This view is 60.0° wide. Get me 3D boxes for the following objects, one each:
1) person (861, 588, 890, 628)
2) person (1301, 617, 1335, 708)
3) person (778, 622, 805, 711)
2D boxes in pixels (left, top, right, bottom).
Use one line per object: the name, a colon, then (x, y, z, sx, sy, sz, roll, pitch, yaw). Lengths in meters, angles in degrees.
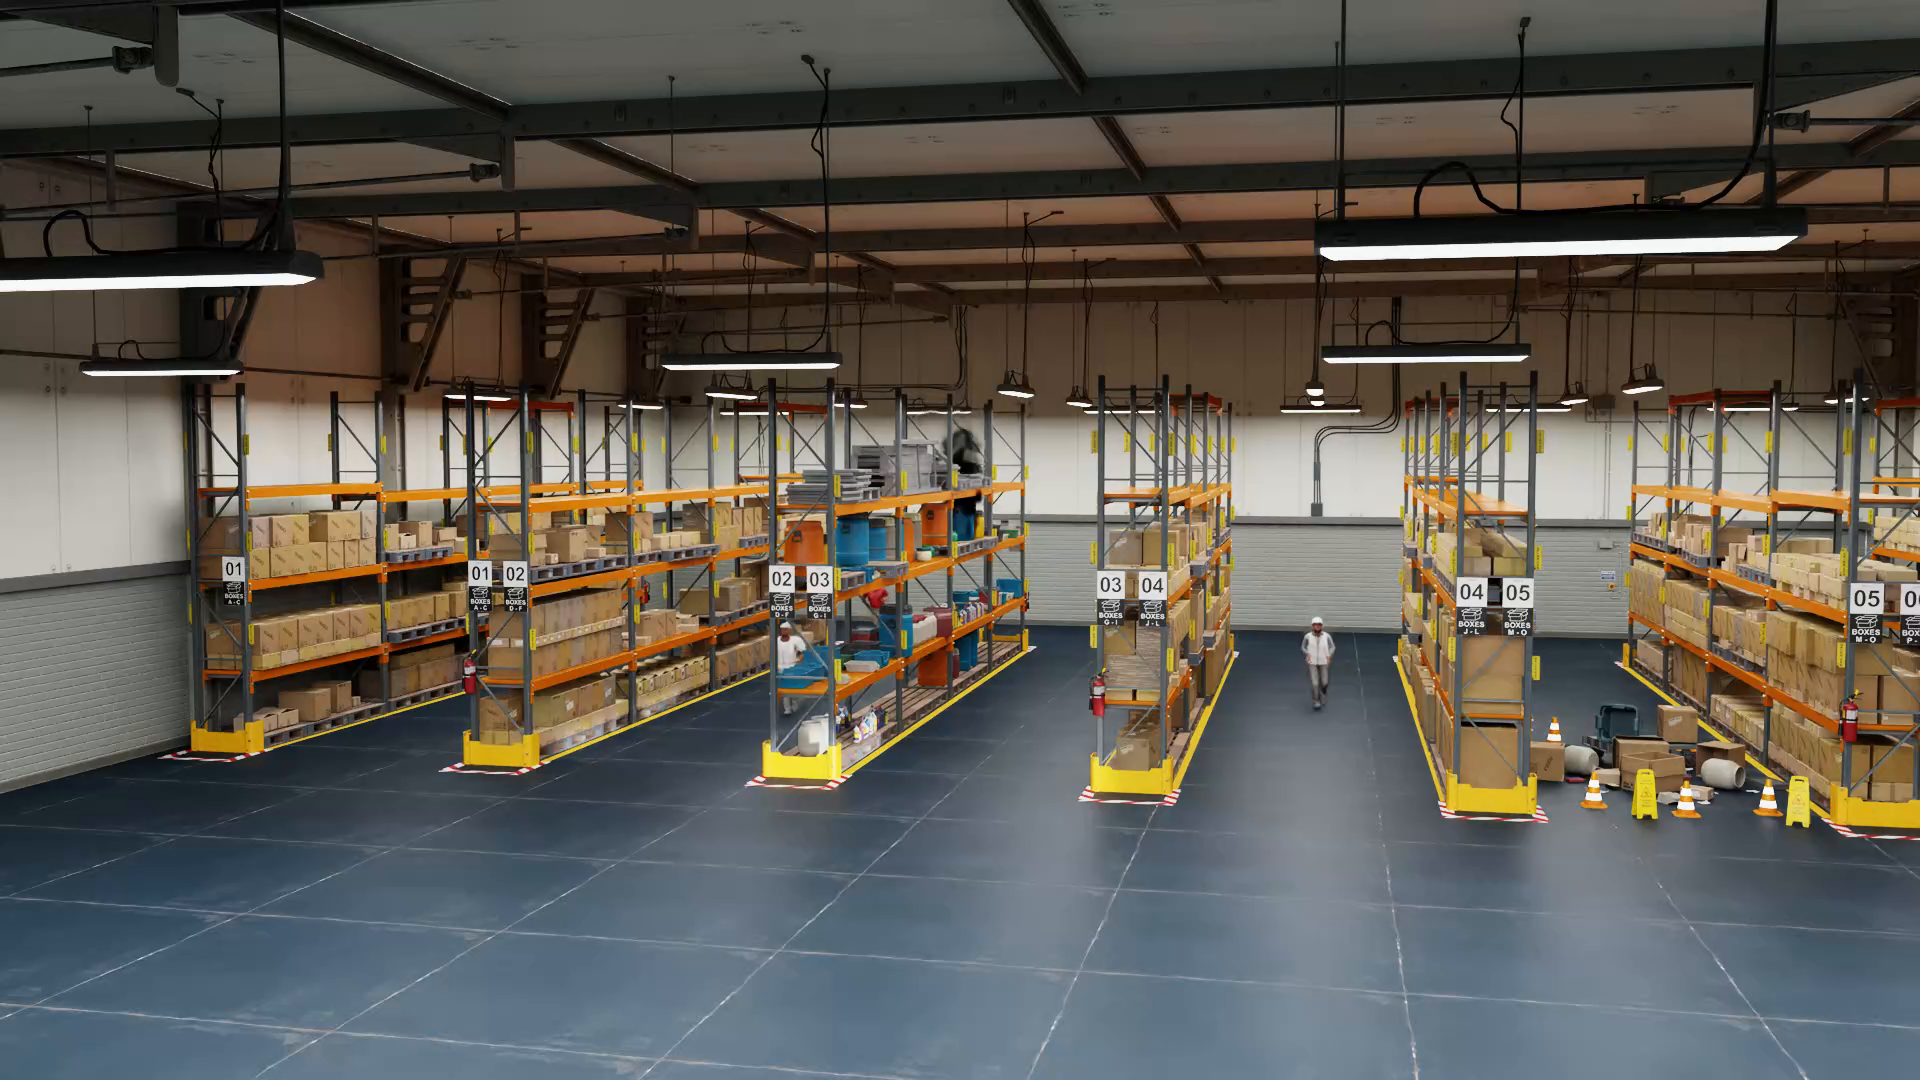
person: (-2.057, 1.810, 41.086, 0.683, 1.741, 0.851, -1, 3, -17)
person: (6.781, 2.328, 31.477, 0.635, 1.727, 0.564, 1, 3, 11)
person: (-3.220, 2.350, 30.699, 0.674, 1.665, 0.524, 1, 3, 12)
